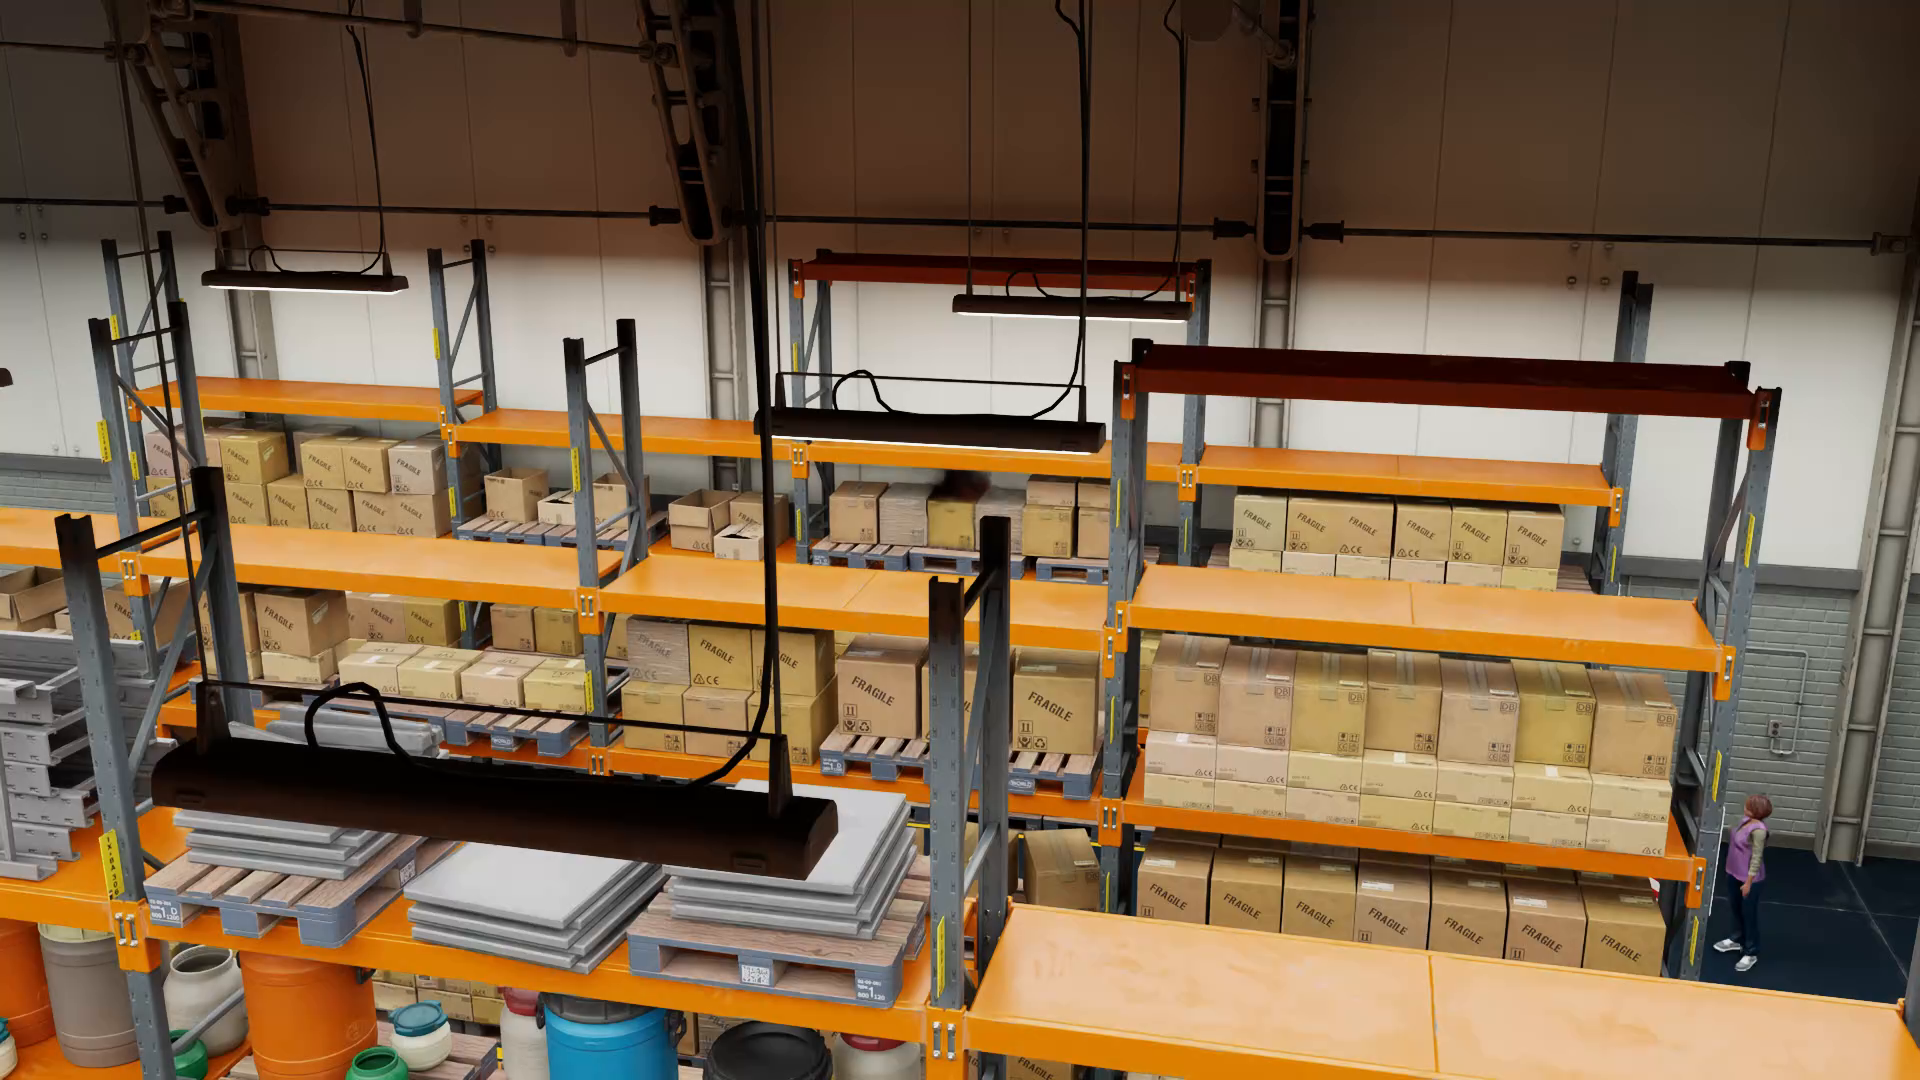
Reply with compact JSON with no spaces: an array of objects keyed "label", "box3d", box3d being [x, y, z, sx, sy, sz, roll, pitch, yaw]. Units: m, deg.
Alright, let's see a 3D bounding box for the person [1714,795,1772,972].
[{"label":"person","box3d":[7.128,3.066,15.064,0.347,1.619,0.478,-3,17,-11]}]
